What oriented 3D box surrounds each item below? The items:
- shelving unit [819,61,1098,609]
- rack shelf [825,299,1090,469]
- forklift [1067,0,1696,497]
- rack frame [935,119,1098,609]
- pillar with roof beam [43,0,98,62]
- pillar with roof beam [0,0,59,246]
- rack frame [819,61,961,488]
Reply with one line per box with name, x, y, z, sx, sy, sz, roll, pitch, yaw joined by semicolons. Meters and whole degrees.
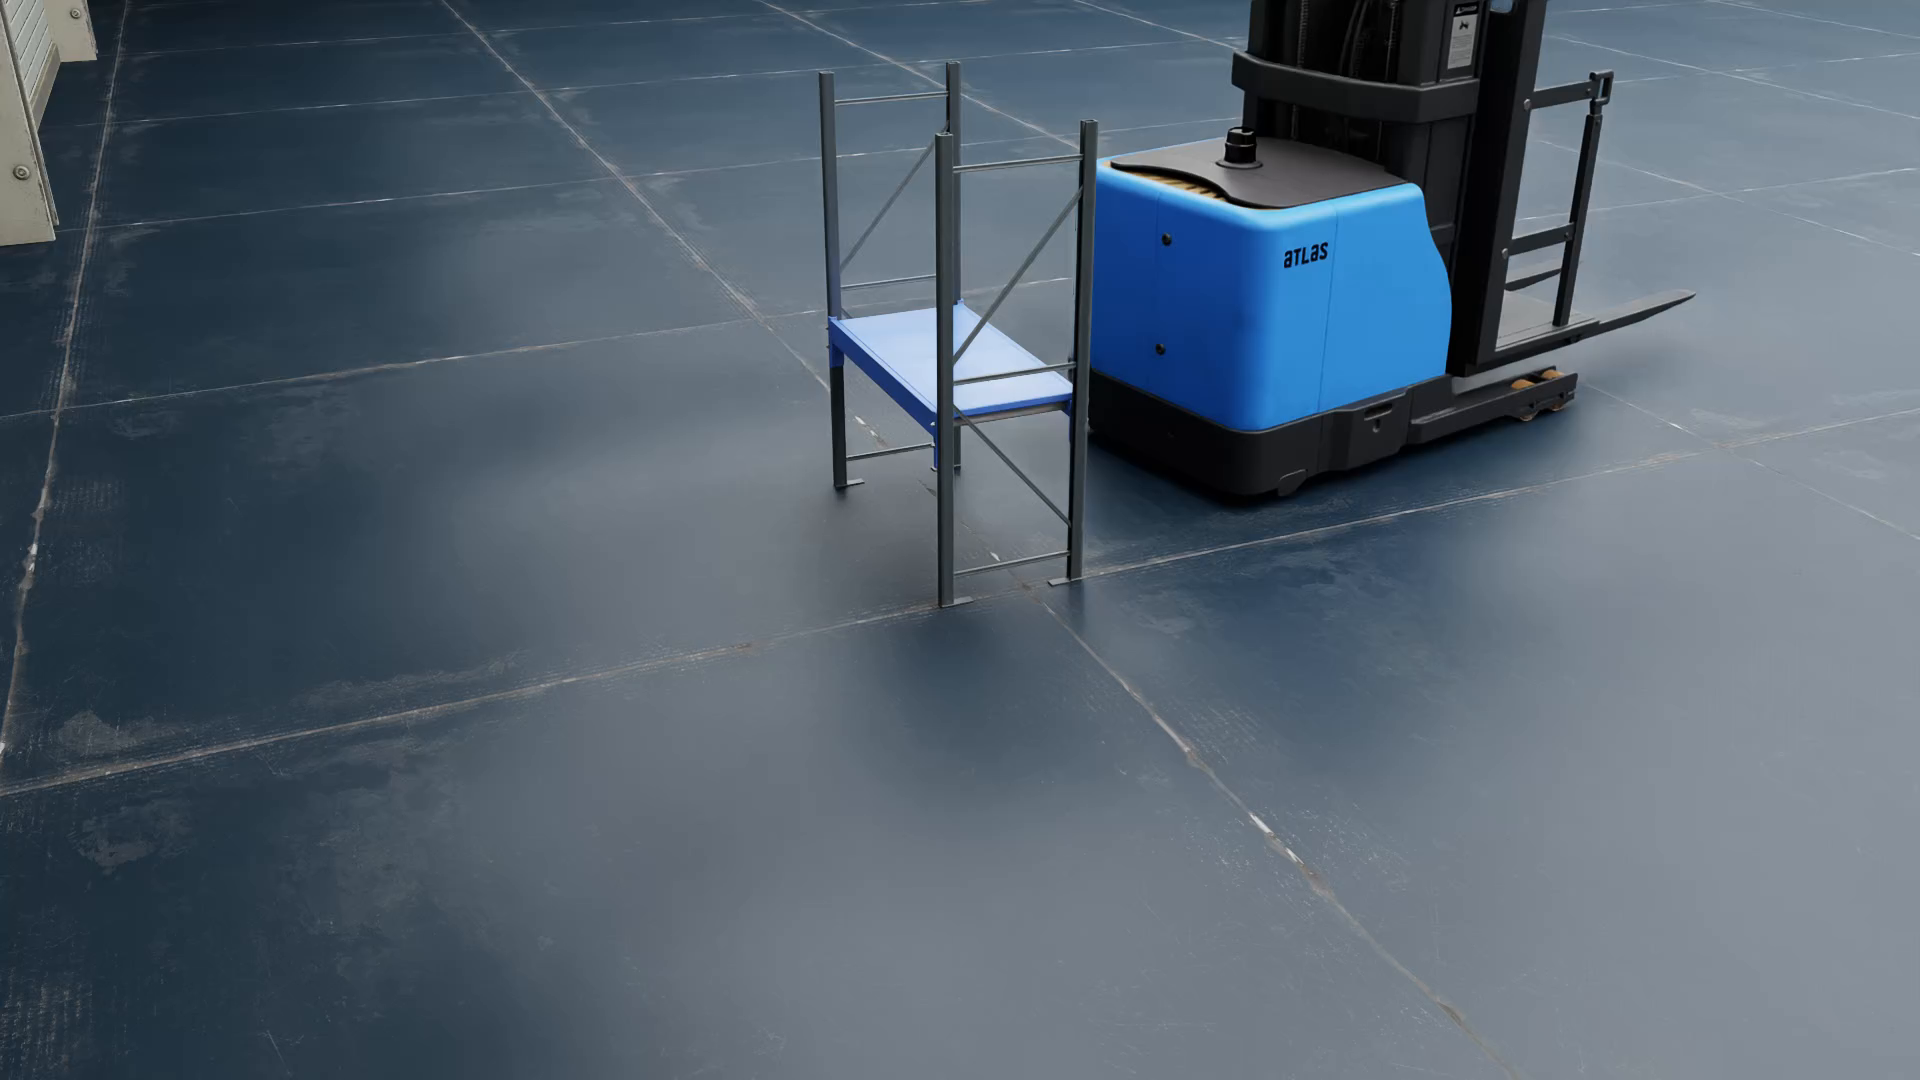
shelving unit;-0.033;-0.708;5.491;0.538;1.500;1.048;-11;28;-21
rack shelf;-0.033;-0.547;5.570;0.538;0.185;1.000;-11;28;-21
forklift;1.916;-1.967;6.439;3.031;2.935;1.130;-18;31;-32
rack frame;0.166;-0.503;5.071;0.500;1.500;0.032;-11;28;-21
pillar with roof beam;-3.569;-8.901;13.723;9.100;9.000;0.400;-11;28;-21
pillar with roof beam;-1.219;-6.479;8.762;9.100;9.000;0.400;-11;28;-21
rack frame;-0.232;-0.914;5.912;0.500;1.500;0.032;-11;28;-21
